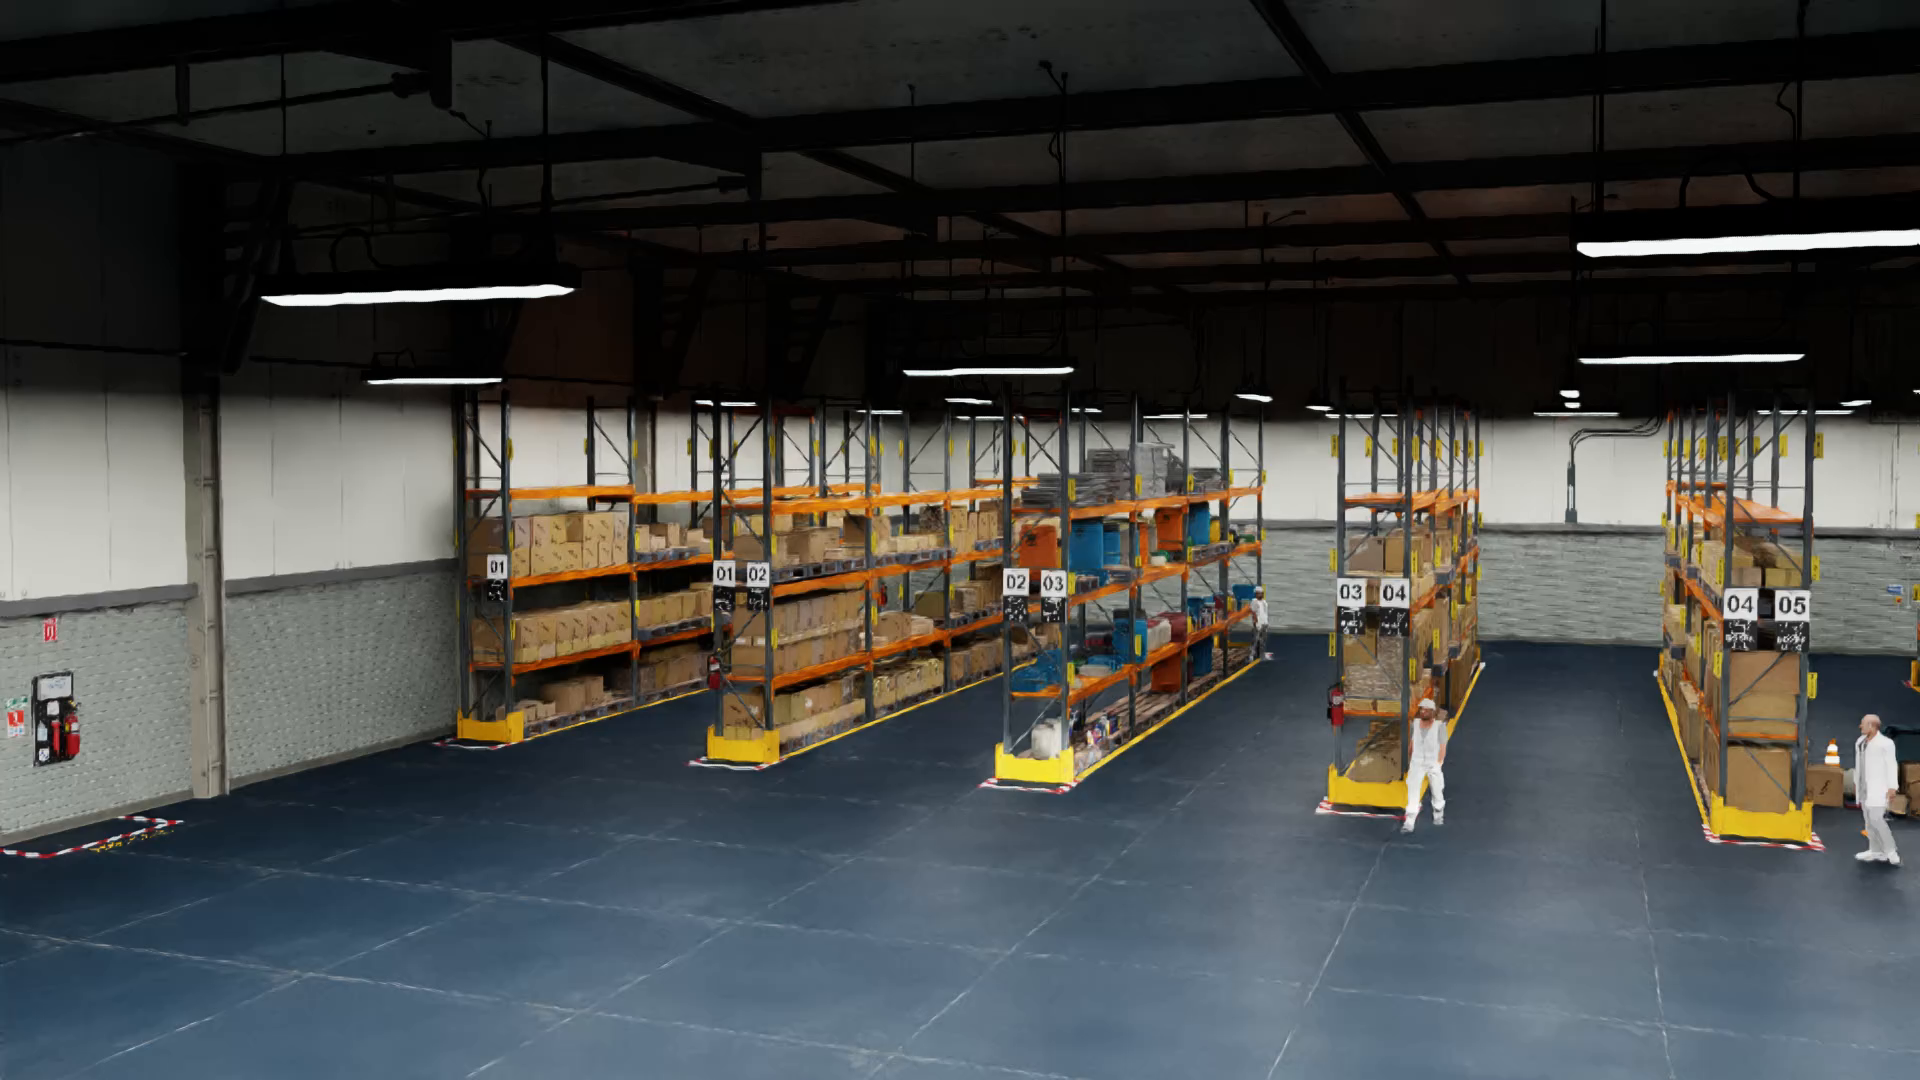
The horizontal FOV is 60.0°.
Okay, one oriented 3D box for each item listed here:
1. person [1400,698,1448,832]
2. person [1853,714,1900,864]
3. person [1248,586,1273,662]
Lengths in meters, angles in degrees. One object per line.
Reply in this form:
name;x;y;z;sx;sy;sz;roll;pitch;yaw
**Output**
person;6.099;2.928;21.726;0.531;1.728;1.037;2;4;29
person;11.076;2.996;20.104;0.454;1.773;0.687;-1;3;-12
person;7.013;1.958;38.899;0.416;1.770;0.714;3;4;41
